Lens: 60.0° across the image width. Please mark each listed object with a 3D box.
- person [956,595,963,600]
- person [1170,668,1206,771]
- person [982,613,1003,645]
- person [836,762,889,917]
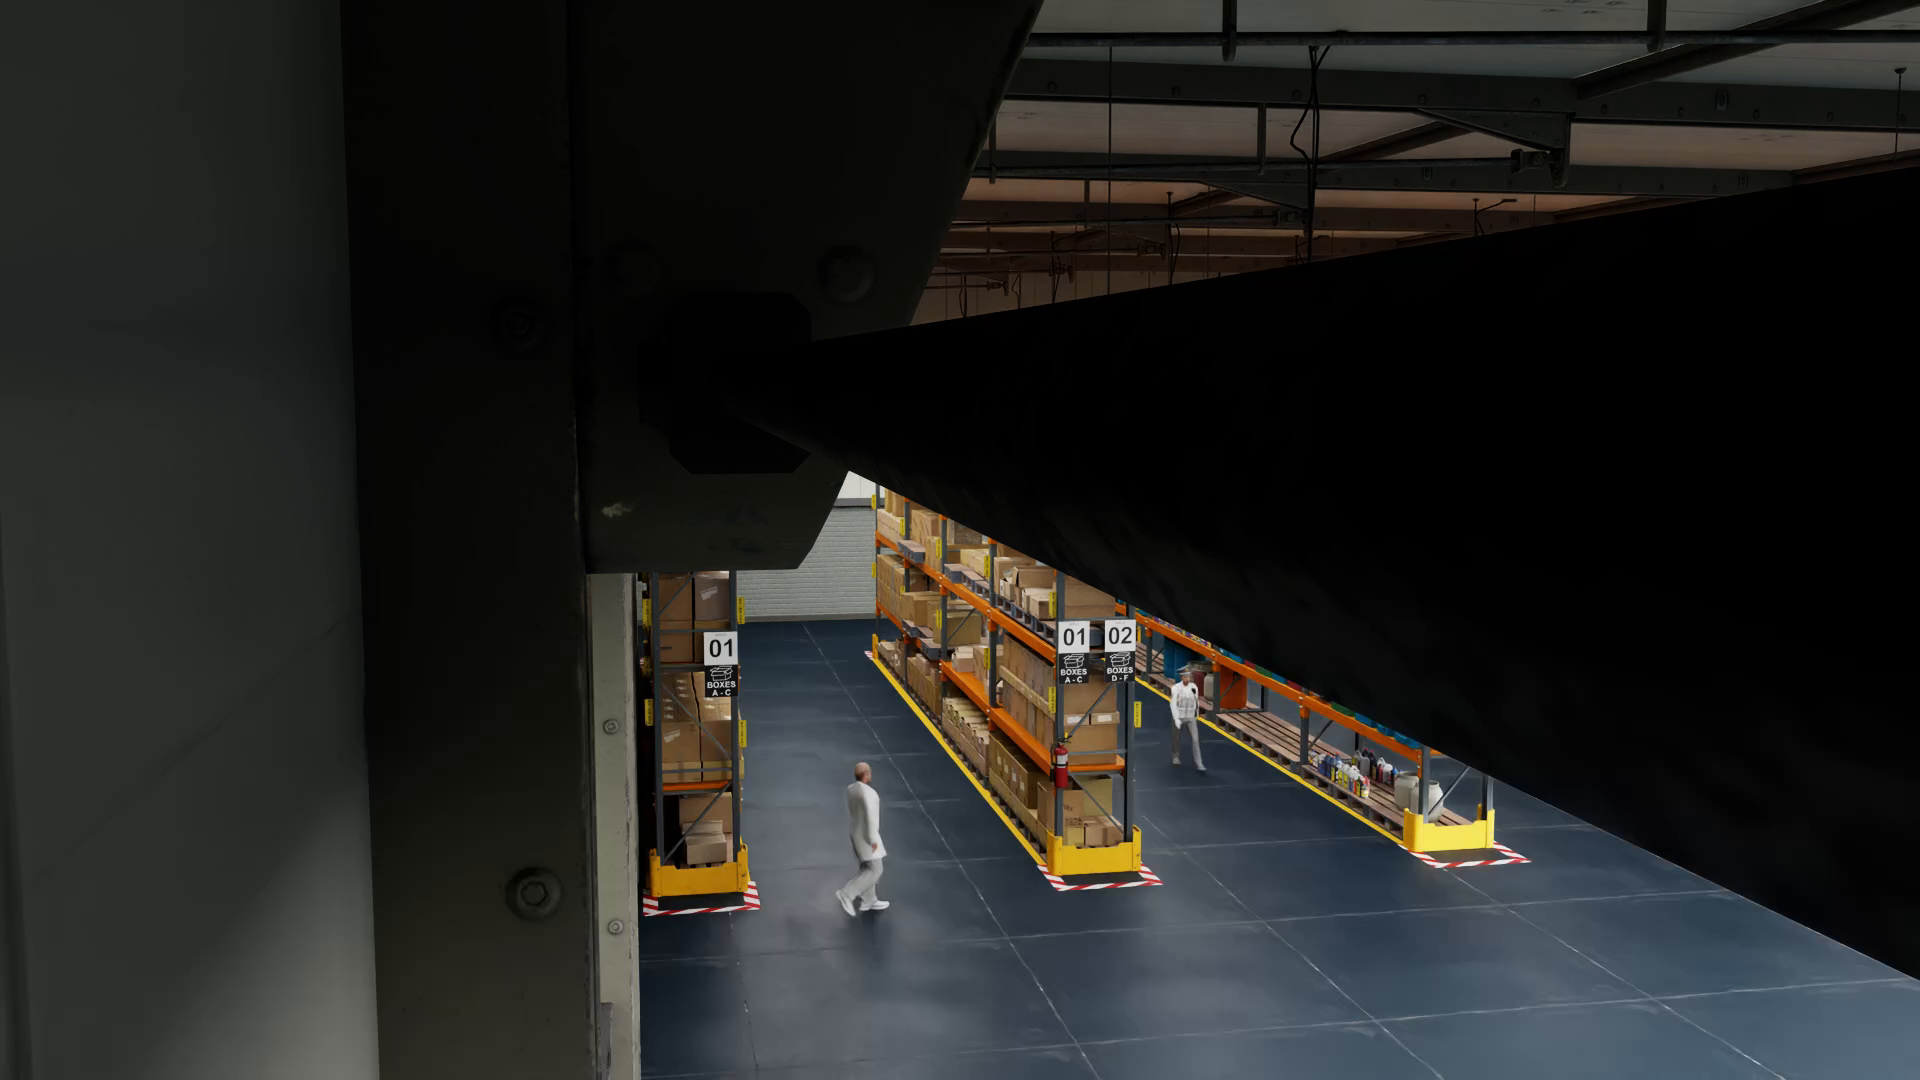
[{"bbox_3d":[0.124,1.598,38.709,0.474,1.492,1.021,-1,6,-13],"label":"person"},{"bbox_3d":[3.563,2.812,26.227,0.499,1.620,1.018,0,6,-3],"label":"person"},{"bbox_3d":[0.679,1.891,35.323,0.444,1.623,0.948,-1,6,-14],"label":"person"},{"bbox_3d":[-1.137,3.456,19.299,0.681,1.769,0.607,-2,6,-19],"label":"person"}]
